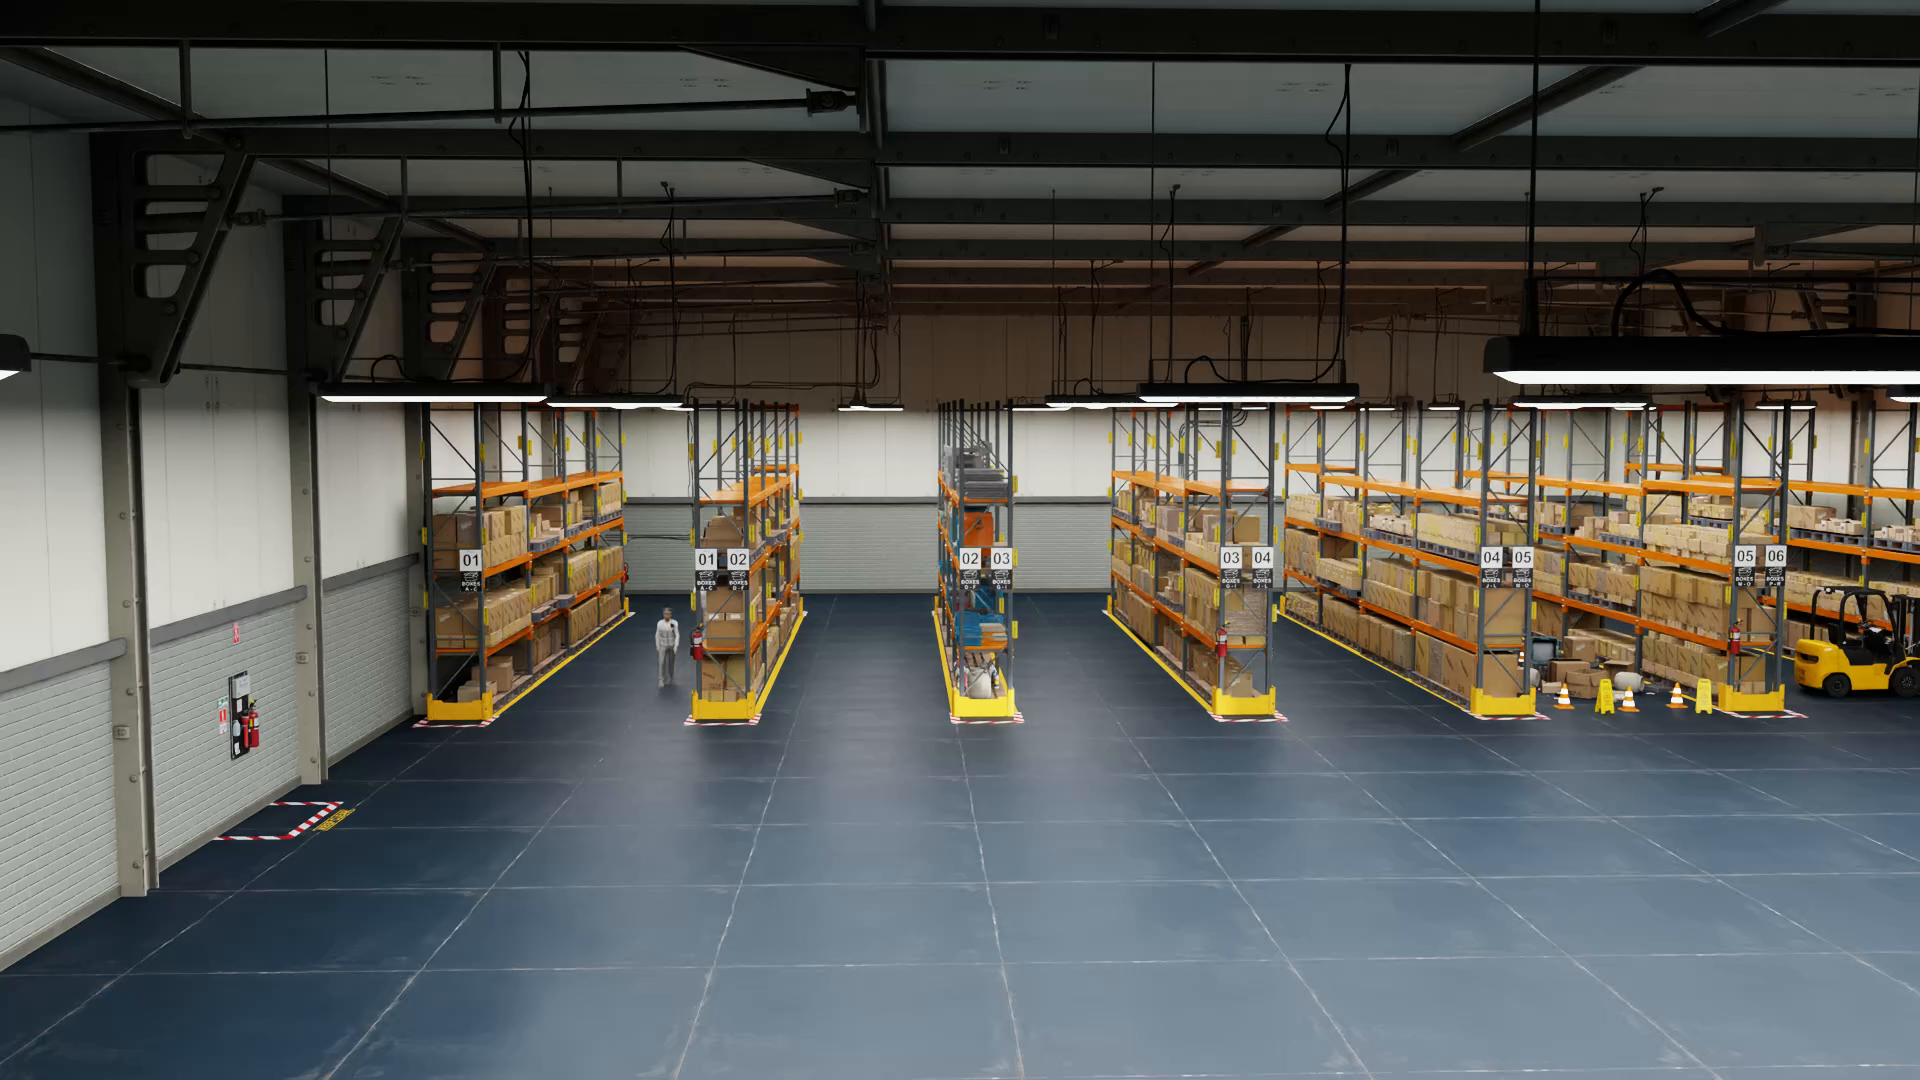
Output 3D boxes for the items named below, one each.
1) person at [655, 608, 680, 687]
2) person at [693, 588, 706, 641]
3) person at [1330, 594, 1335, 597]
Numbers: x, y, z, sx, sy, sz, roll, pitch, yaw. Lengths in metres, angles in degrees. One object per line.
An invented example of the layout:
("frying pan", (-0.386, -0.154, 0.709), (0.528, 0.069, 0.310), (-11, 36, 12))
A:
("person", (-6.141, 2.232, 34.950), (0.497, 1.628, 0.941), (-1, 4, -14))
("person", (-6.540, 1.700, 42.065), (0.446, 1.626, 1.051), (0, 4, -4))
("person", (11.156, 0.977, 50.991), (1.046, 1.751, 0.536), (-1, 4, -12))
